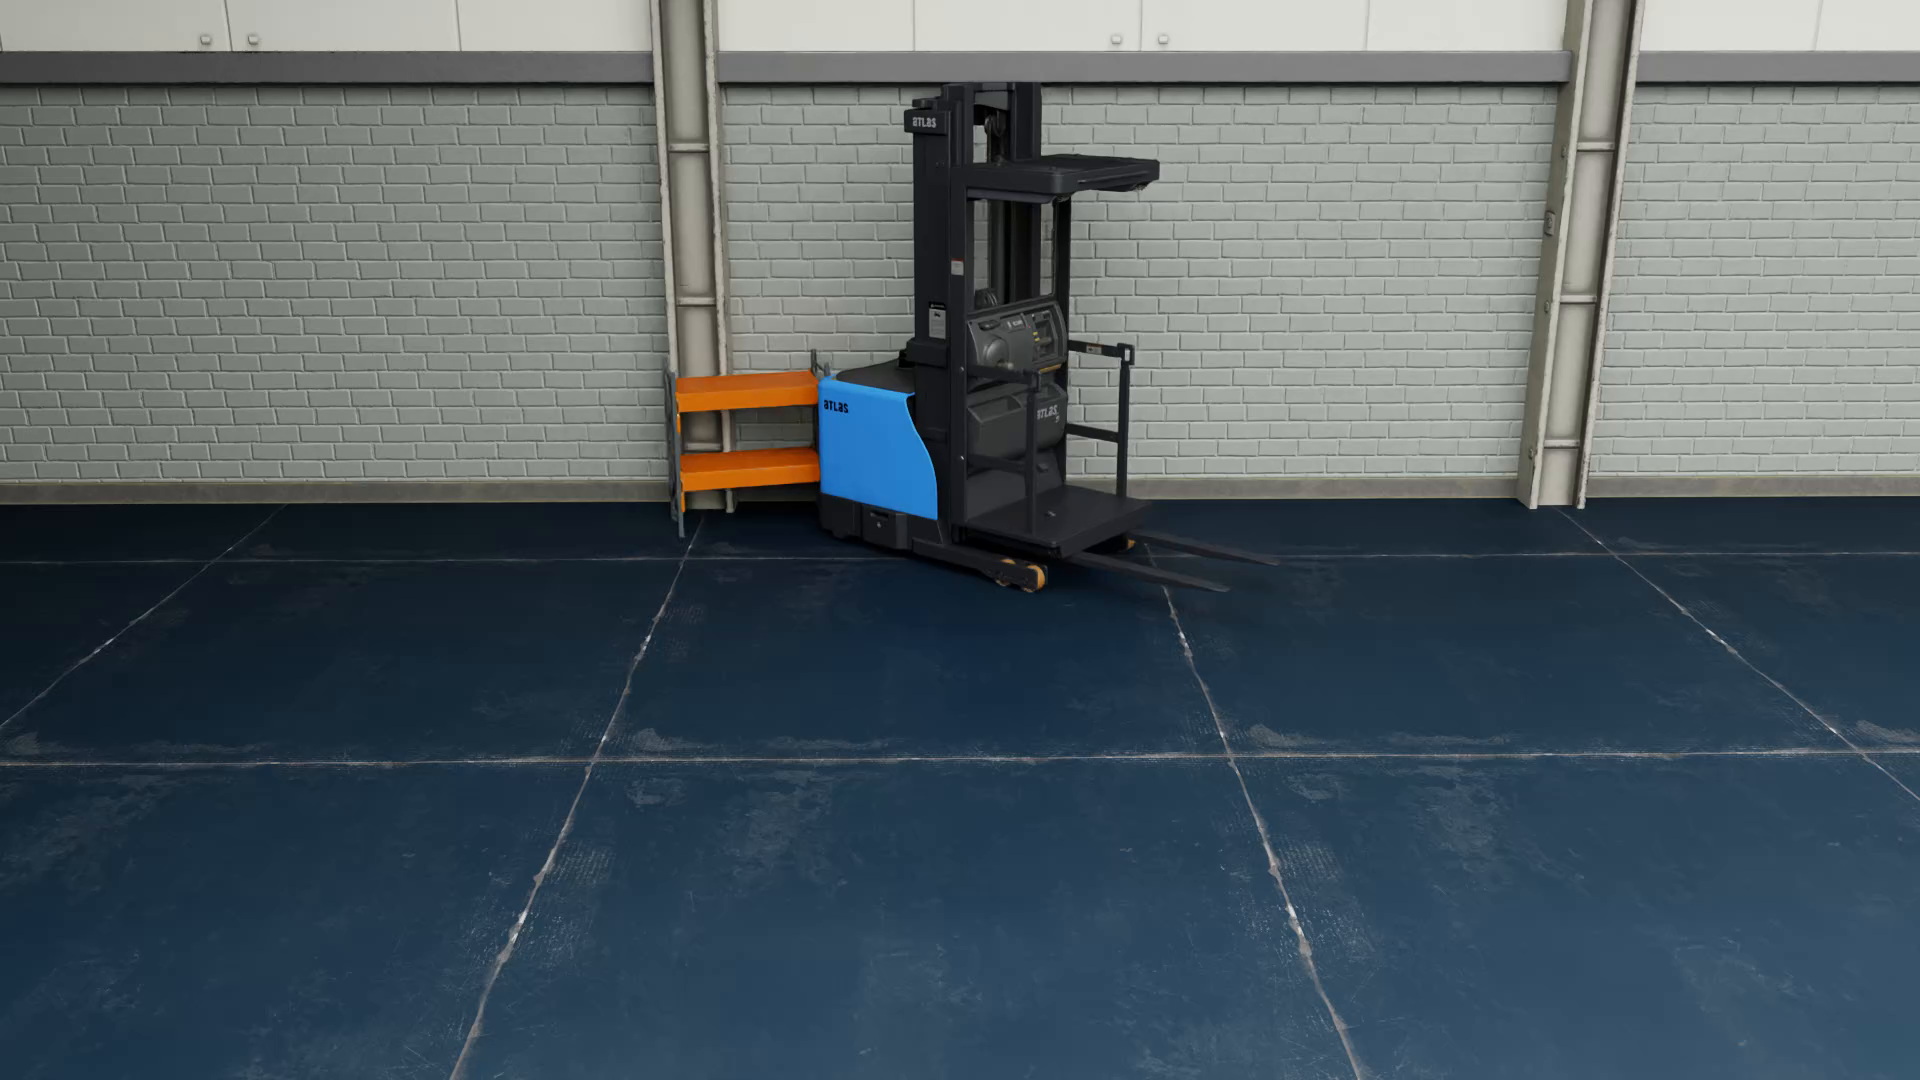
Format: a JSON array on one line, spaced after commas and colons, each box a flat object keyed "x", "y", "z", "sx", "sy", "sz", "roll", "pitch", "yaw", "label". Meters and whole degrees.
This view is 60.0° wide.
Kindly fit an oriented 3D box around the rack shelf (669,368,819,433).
[{"x": -1.435, "y": -0.946, "z": 11.196, "sx": 1.000, "sy": 0.278, "sz": 0.538, "roll": -5, "pitch": 18, "yaw": -15, "label": "rack shelf"}]

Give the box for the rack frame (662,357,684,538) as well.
[{"x": -1.924, "y": -0.624, "z": 11.153, "sx": 0.032, "sy": 1.125, "sz": 0.500, "roll": -5, "pitch": 18, "yaw": -15, "label": "rack frame"}]

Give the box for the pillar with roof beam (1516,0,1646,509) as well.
[{"x": 4.281, "y": -3.239, "z": 6.413, "sx": 0.400, "sy": 9.000, "sz": 9.100, "roll": 0, "pitch": 18, "yaw": -1, "label": "pillar with roof beam"}]

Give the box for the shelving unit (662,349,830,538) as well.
[{"x": -1.435, "y": -0.667, "z": 11.286, "sx": 1.048, "sy": 1.125, "sz": 0.538, "roll": -5, "pitch": 18, "yaw": -15, "label": "shelving unit"}]

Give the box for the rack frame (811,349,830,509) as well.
[{"x": -0.947, "y": -0.710, "z": 11.419, "sx": 0.032, "sy": 1.125, "sz": 0.500, "roll": -5, "pitch": 18, "yaw": -15, "label": "rack frame"}]

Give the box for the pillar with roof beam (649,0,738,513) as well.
[{"x": -1.718, "y": -3.210, "z": 6.322, "sx": 0.400, "sy": 9.000, "sz": 9.100, "roll": 0, "pitch": 18, "yaw": -1, "label": "pillar with roof beam"}]

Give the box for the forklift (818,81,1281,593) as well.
[{"x": 0.523, "y": -1.260, "z": 10.177, "sx": 3.031, "sy": 2.935, "sz": 1.130, "roll": 14, "pitch": 22, "yaw": 36, "label": "forklift"}]

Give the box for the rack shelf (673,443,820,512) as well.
[{"x": -1.435, "y": -0.434, "z": 11.360, "sx": 1.000, "sy": 0.278, "sz": 0.538, "roll": -5, "pitch": 18, "yaw": -15, "label": "rack shelf"}]
